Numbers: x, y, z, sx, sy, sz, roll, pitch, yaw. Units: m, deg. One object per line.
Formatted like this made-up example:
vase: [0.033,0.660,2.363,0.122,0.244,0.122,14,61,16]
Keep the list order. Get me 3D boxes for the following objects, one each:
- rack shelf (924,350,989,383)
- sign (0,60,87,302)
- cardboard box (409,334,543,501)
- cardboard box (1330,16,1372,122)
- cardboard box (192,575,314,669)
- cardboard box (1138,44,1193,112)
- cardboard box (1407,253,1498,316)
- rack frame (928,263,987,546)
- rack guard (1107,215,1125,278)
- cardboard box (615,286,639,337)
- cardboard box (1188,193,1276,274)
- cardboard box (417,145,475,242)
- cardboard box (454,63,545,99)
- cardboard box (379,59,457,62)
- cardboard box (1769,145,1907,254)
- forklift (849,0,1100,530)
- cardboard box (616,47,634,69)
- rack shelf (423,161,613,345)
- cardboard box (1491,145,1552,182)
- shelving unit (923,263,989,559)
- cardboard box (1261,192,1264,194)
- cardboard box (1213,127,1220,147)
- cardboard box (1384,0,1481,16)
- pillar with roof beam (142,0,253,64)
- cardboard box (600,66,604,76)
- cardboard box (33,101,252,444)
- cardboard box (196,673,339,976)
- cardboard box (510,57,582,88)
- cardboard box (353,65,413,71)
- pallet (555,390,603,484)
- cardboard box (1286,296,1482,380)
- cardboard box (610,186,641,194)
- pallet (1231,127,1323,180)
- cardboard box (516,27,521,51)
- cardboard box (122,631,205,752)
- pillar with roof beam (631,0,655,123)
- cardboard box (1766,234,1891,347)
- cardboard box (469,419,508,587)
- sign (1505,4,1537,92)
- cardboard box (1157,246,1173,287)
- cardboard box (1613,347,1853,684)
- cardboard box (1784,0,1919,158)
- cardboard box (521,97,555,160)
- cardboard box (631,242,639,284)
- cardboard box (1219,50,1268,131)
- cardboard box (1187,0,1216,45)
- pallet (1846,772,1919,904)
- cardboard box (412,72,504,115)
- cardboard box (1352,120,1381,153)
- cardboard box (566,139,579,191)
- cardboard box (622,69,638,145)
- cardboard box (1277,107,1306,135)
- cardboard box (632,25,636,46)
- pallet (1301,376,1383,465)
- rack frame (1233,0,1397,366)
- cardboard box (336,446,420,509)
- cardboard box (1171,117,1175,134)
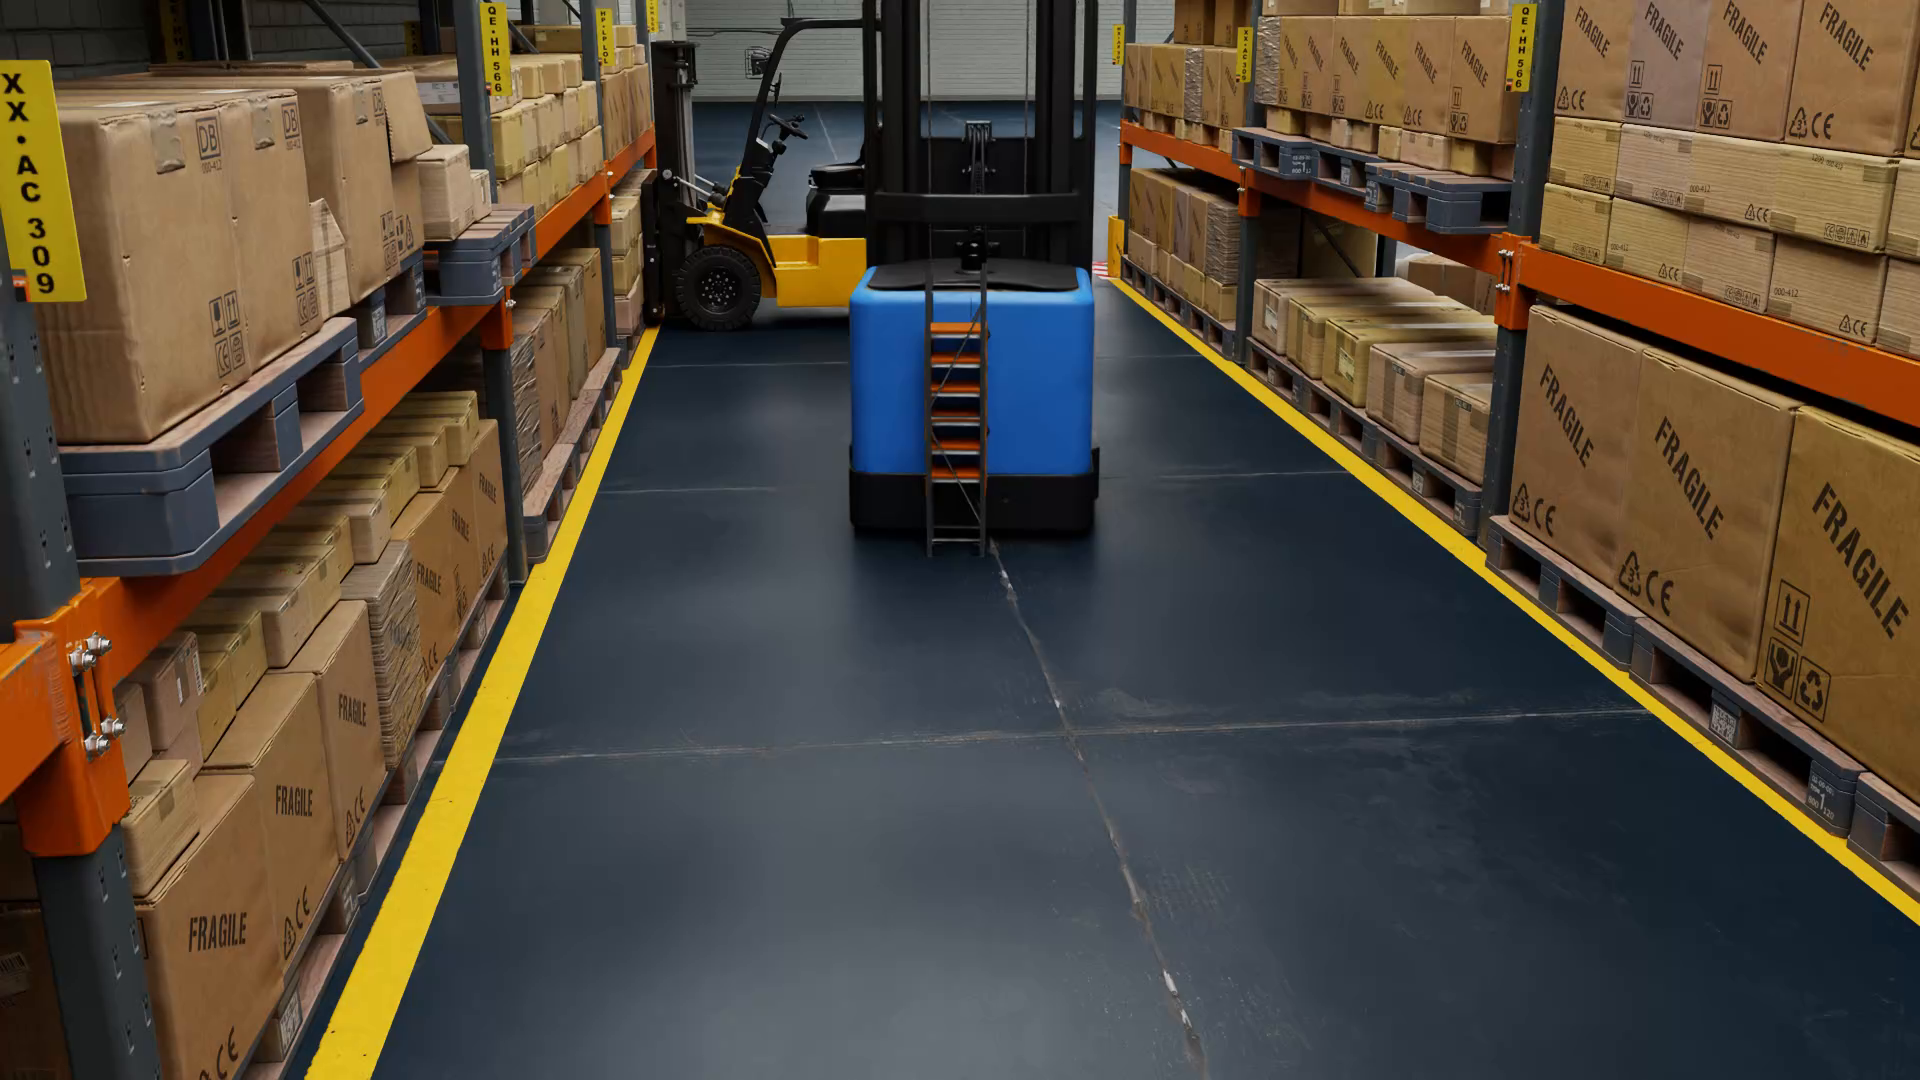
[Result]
rack shelf: [-0.014,-0.709,6.778,0.258,0.103,0.180,1,17,2]
sign: [-1.278,-0.490,2.284,0.100,0.325,0.005,-2,18,-6]
cardboard box: [-2.280,-0.503,7.036,0.875,0.625,0.625,-1,17,-4]
cardboard box: [2.211,-2.388,8.410,0.500,0.500,0.500,-2,18,-8]
cardboard box: [-1.763,0.197,3.932,0.380,0.149,0.250,-2,18,-6]
cardboard box: [1.712,-3.673,13.206,0.500,0.500,0.500,-1,17,-4]
cardboard box: [3.538,-1.766,11.962,0.500,0.500,0.500,11,21,32]
rack frame: [-0.011,-0.549,6.924,0.240,1.200,0.006,1,17,2]
rack guard: [1.890,-2.572,14.536,1.175,0.500,0.348,-2,18,-6]
cardboard box: [-2.362,-1.484,10.786,0.500,0.250,0.500,-2,18,-5]
cardboard box: [1.913,-2.161,11.692,0.500,0.500,0.500,-1,17,-5]
cardboard box: [-1.798,-1.074,5.140,0.500,0.250,0.500,-3,18,-8]
cardboard box: [-2.113,-2.095,7.593,0.380,0.149,0.250,-1,17,-4]
cardboard box: [-2.771,-2.381,8.503,0.380,0.149,0.250,-2,18,-6]
cardboard box: [2.645,-0.958,4.636,0.500,0.250,0.500,-1,17,-5]
forklift: [0.103,-1.830,8.113,1.130,2.935,3.031,1,17,2]
cardboard box: [-2.583,-3.514,12.113,0.380,0.149,0.250,-2,18,-5]
rack shelf: [-2.436,-1.502,8.155,1.077,0.370,4.000,-2,18,-6]
cardboard box: [2.440,-1.575,6.904,0.380,0.149,0.250,-1,17,-4]
shelving unit: [-0.014,-0.522,6.837,0.258,1.200,0.189,1,17,2]
cardboard box: [2.384,-2.340,12.260,0.500,0.500,0.500,-1,17,-3]
cardboard box: [1.965,-2.791,11.479,0.380,0.149,0.250,-2,18,-6]
cardboard box: [2.258,-2.582,7.947,0.380,0.149,0.250,-3,18,-8]
pillar with roof beam: [1.022,-4.605,6.823,9.100,9.000,0.400,-2,18,-6]
cardboard box: [-2.441,-2.979,10.407,0.380,0.149,0.250,-1,17,-4]
cardboard box: [-1.644,-0.457,2.757,0.700,0.500,0.500,-1,17,-4]
cardboard box: [-1.707,0.625,3.651,0.500,0.500,0.500,-2,18,-6]
cardboard box: [-2.209,-2.478,8.814,0.380,0.149,0.250,-2,18,-7]
cardboard box: [-2.613,-2.002,7.297,0.380,0.149,0.250,-2,18,-6]
pallet: [-2.398,-0.528,8.507,1.003,0.211,1.213,-2,18,-6]
cardboard box: [2.429,-1.172,9.589,0.950,0.372,0.625,-1,17,-2]
cardboard box: [-2.531,-2.418,12.091,0.500,0.250,0.500,-2,18,-7]
pallet: [2.229,-2.272,9.727,1.003,0.211,1.213,-2,18,-6]
cardboard box: [-3.001,-3.181,10.554,0.380,0.149,0.250,-2,18,-6]
cardboard box: [-1.664,0.292,3.132,0.380,0.149,0.250,-3,18,-8]
pillar with roof beam: [-1.454,-11.756,29.599,9.100,9.000,0.400,-2,18,-6]
cardboard box: [2.681,-0.723,4.723,0.500,0.250,0.500,-2,18,-6]
cardboard box: [-1.972,-0.138,6.081,0.500,0.500,0.500,-1,17,-4]
sign: [2.169,-1.899,6.418,0.100,0.325,0.005,-2,18,-6]
cardboard box: [1.805,-2.113,12.788,0.500,0.250,0.500,-1,17,-2]
cardboard box: [2.784,-0.116,5.386,0.875,0.875,0.875,-2,17,-5]
cardboard box: [2.663,-1.322,4.543,0.500,0.500,0.500,-1,17,-5]
cardboard box: [-2.119,-1.862,7.516,0.500,0.250,0.500,-2,18,-7]
cardboard box: [-2.439,-1.872,11.187,0.500,0.250,0.500,-2,18,-6]
cardboard box: [2.002,-2.910,10.775,0.500,0.500,0.500,-2,18,-7]
cardboard box: [2.197,-4.158,13.080,0.700,0.500,0.500,-2,18,-5]
pallet: [2.966,0.891,3.988,1.003,0.211,1.213,-2,18,-6]
cardboard box: [-1.969,-1.711,6.369,0.380,0.149,0.250,-1,17,-4]
cardboard box: [2.201,-2.034,8.367,0.380,0.149,0.250,-2,18,-7]
cardboard box: [-2.252,-1.929,8.565,0.500,0.250,0.500,-2,18,-5]
cardboard box: [-2.582,-3.085,11.830,0.500,0.500,0.500,-2,18,-5]
cardboard box: [2.055,-2.427,9.619,0.380,0.149,0.250,-1,17,-5]
cardboard box: [-2.609,-3.732,12.309,0.380,0.149,0.250,-1,17,-4]
pallet: [2.506,-0.669,8.956,1.003,0.211,1.213,-2,18,-6]
rack frame: [2.295,-2.596,10.437,1.000,3.000,0.127,-2,18,-6]
cardboard box: [-1.902,-0.187,5.155,0.380,0.149,0.250,-1,17,-4]
cardboard box: [1.826,-3.174,12.698,0.380,0.149,0.250,-1,17,-4]
